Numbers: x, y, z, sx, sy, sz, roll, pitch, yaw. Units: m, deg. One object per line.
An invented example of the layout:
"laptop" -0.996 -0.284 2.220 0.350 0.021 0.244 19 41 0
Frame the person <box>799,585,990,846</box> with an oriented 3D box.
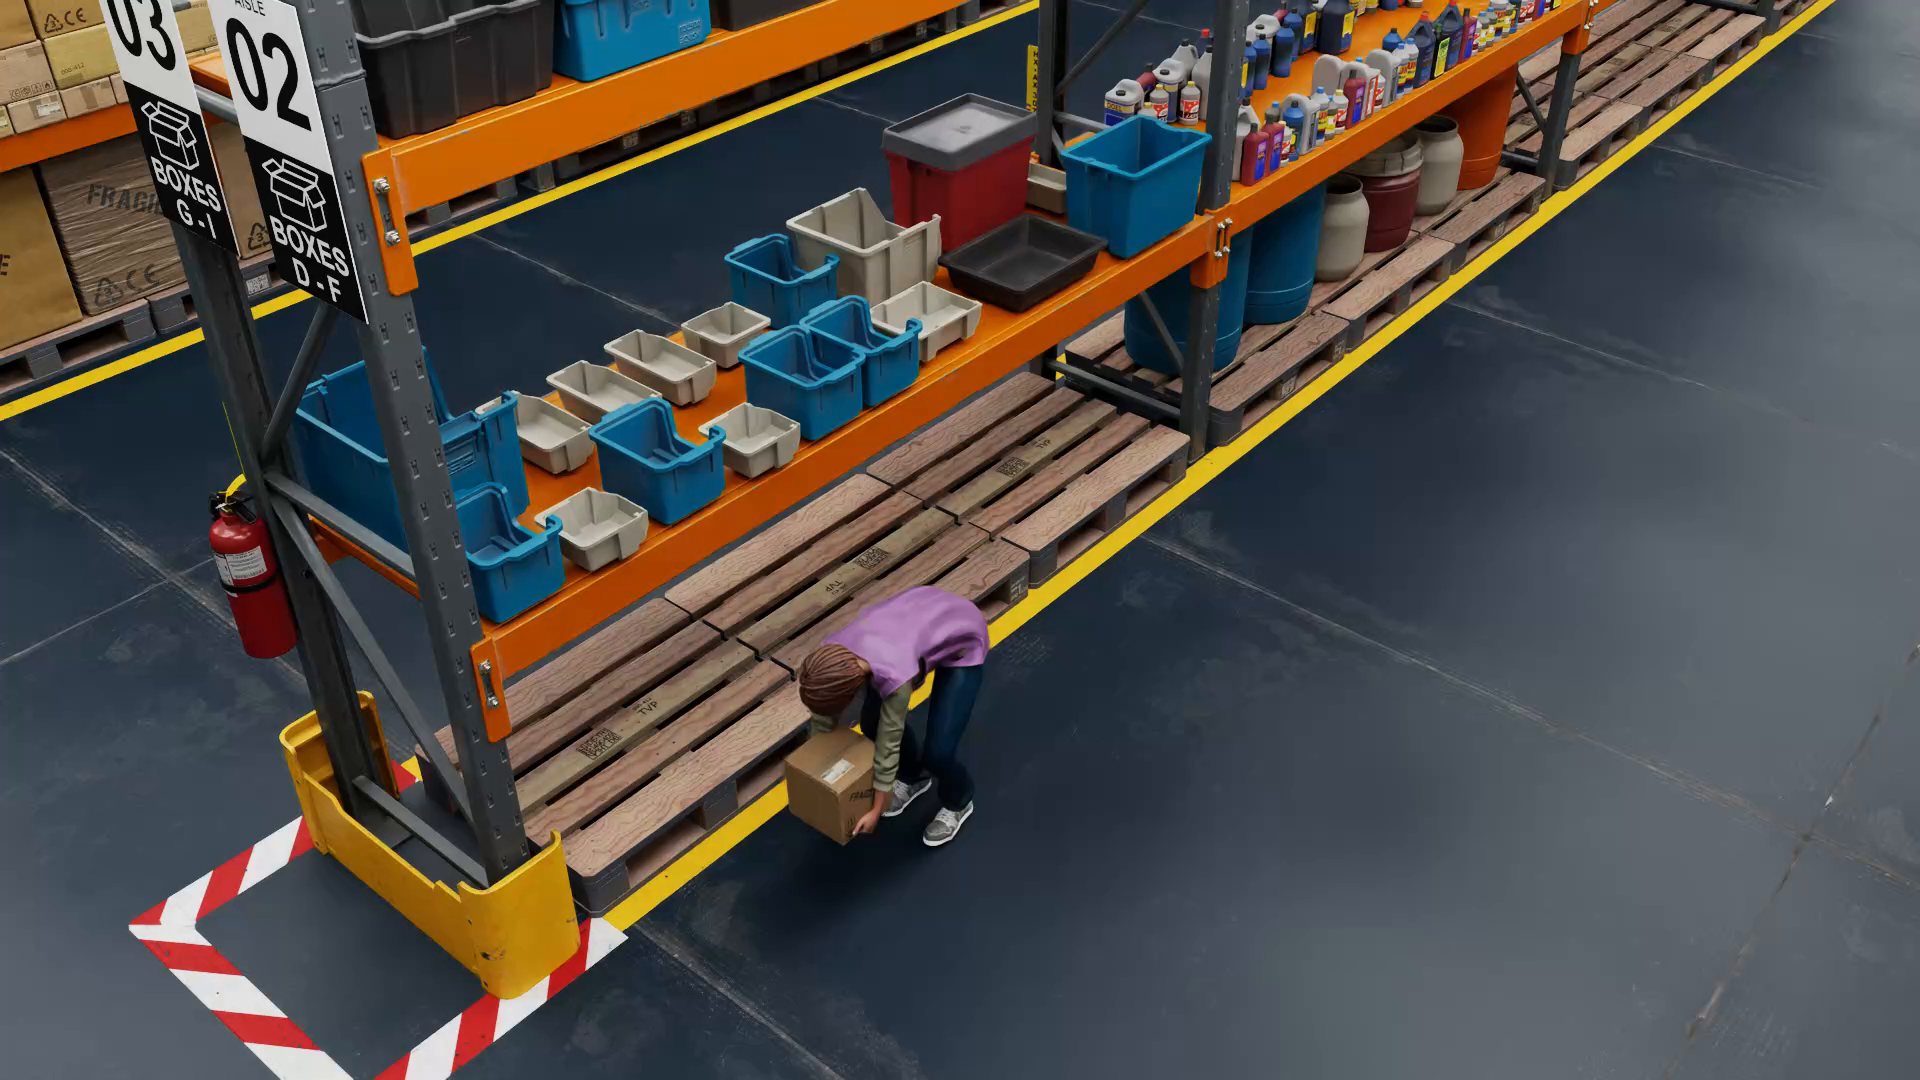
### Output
"person" -0.228 0.647 5.700 0.408 1.073 0.850 24 42 29
